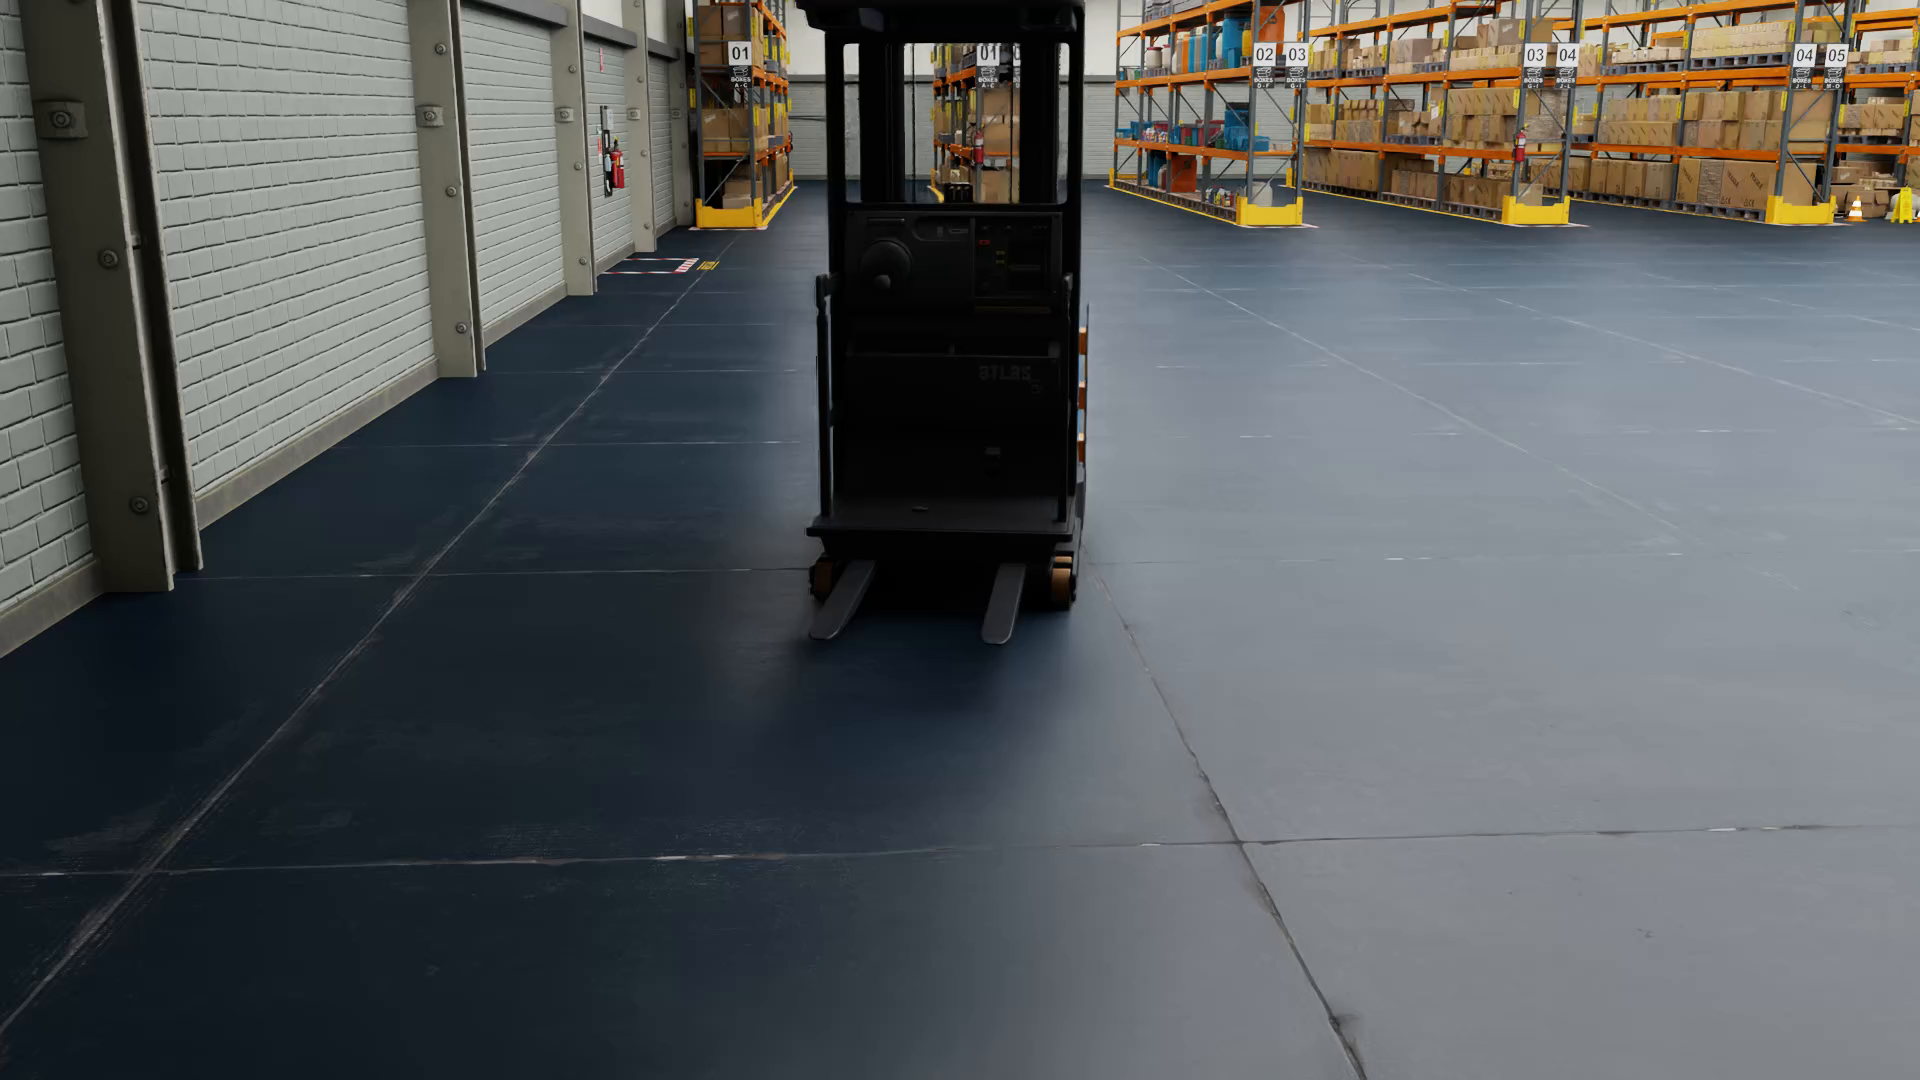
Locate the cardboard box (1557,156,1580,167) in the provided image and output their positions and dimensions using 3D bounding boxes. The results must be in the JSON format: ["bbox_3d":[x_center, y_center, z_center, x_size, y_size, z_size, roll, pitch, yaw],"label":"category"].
[{"bbox_3d":[14.774,-9.132,40.167,0.500,0.250,0.500,-1,14,-2],"label":"cardboard box"}]

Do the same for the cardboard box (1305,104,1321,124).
[{"bbox_3d":[9.513,-11.354,44.334,0.500,0.500,0.500,-1,14,-5],"label":"cardboard box"}]

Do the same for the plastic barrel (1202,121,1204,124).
[{"bbox_3d":[5.513,-9.031,36.884,0.421,0.512,0.421,0,14,0],"label":"plastic barrel"}]

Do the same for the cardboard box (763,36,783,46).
[{"bbox_3d":[-4.664,-12.248,41.344,0.500,0.500,0.500,-1,14,-4],"label":"cardboard box"}]

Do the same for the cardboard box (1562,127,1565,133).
[{"bbox_3d":[14.587,-9.810,39.794,0.380,0.149,0.250,-2,15,-6],"label":"cardboard box"}]

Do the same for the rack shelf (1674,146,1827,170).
[{"bbox_3d":[15.508,-7.517,32.666,1.077,0.370,4.000,-1,14,-3],"label":"rack shelf"}]

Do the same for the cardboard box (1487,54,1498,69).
[{"bbox_3d":[10.335,-9.064,31.518,0.500,0.250,0.500,-1,14,-2],"label":"cardboard box"}]

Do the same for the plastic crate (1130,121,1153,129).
[{"bbox_3d":[4.948,-11.185,45.288,0.616,0.435,0.499,-1,14,-3],"label":"plastic crate"}]

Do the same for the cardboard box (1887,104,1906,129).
[{"bbox_3d":[20.061,-8.972,35.236,0.500,0.500,0.500,-1,14,-4],"label":"cardboard box"}]

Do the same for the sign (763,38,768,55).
[{"bbox_3d":[-3.863,-9.795,33.020,0.100,0.325,0.005,-1,14,-3],"label":"sign"}]

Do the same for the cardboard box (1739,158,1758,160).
[{"bbox_3d":[20.005,-9.251,41.383,0.875,0.875,0.875,0,14,-2],"label":"cardboard box"}]

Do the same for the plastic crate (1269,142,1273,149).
[{"bbox_3d":[5.837,-7.707,32.491,0.530,0.136,0.437,-1,14,-3],"label":"plastic crate"}]

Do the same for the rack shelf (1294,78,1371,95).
[{"bbox_3d":[9.808,-11.903,43.692,1.077,0.370,4.000,-1,14,-3],"label":"rack shelf"}]

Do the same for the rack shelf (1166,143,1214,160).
[{"bbox_3d":[5.360,-8.384,36.036,1.077,0.370,4.000,-1,14,-3],"label":"rack shelf"}]

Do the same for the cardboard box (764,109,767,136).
[{"bbox_3d":[-4.029,-8.145,32.421,0.500,0.500,0.500,-1,14,-4],"label":"cardboard box"}]

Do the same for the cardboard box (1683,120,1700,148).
[{"bbox_3d":[15.419,-8.344,34.135,0.875,0.550,0.550,-1,14,-3],"label":"cardboard box"}]

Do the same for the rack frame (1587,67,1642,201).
[{"bbox_3d":[15.136,-9.358,38.376,1.000,3.000,0.127,-1,14,-3],"label":"rack frame"}]

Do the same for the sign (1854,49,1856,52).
[{"bbox_3d":[20.612,-11.170,38.363,0.100,0.325,0.005,-1,14,-3],"label":"sign"}]

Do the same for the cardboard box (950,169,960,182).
[{"bbox_3d":[0.031,-8.163,37.282,0.500,0.311,0.500,0,14,-2],"label":"cardboard box"}]

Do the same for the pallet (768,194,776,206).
[{"bbox_3d":[-4.605,-7.532,36.877,1.003,0.211,1.213,-1,14,-3],"label":"pallet"}]

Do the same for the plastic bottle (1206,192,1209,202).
[{"bbox_3d":[5.073,-6.982,33.874,0.097,0.201,0.097,0,14,0],"label":"plastic bottle"}]

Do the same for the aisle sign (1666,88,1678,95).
[{"bbox_3d":[19.880,-12.731,46.268,0.394,0.787,0.004,-1,14,-3],"label":"aisle sign"}]

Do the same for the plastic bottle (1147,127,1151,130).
[{"bbox_3d":[4.689,-10.098,41.353,0.144,0.351,0.185,-1,14,-3],"label":"plastic bottle"}]

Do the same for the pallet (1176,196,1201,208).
[{"bbox_3d":[5.318,-7.383,36.299,1.003,0.211,1.213,-1,14,-3],"label":"pallet"}]

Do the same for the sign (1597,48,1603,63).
[{"bbox_3d":[14.595,-11.053,37.908,0.100,0.325,0.005,-1,14,-3],"label":"sign"}]

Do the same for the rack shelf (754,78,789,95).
[{"bbox_3d":[-5.024,-11.673,42.800,1.077,0.370,4.000,-1,14,-3],"label":"rack shelf"}]

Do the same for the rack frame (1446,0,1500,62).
[{"bbox_3d":[10.427,-11.217,33.563,1.000,3.000,0.127,-1,14,-3],"label":"rack frame"}]

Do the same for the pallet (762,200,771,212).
[{"bbox_3d":[-4.454,-6.925,34.518,1.003,0.211,1.213,-1,14,-3],"label":"pallet"}]

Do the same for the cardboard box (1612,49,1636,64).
[{"bbox_3d":[14.962,-10.836,37.236,0.500,0.311,0.500,-1,14,-3],"label":"cardboard box"}]

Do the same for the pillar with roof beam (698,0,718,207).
[{"bbox_3d":[-1.138,-11.712,35.487,9.100,9.000,0.400,-1,14,-3],"label":"pillar with roof beam"}]

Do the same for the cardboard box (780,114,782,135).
[{"bbox_3d":[-4.578,-10.036,40.176,0.500,0.500,0.500,-1,14,-3],"label":"cardboard box"}]

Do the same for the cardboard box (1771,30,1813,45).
[{"bbox_3d":[15.323,-9.261,30.643,0.500,0.250,0.500,-1,14,-3],"label":"cardboard box"}]

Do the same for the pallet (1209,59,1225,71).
[{"bbox_3d":[5.626,-9.418,32.971,1.213,0.211,1.003,-1,14,-3],"label":"pallet"}]

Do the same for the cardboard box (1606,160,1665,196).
[{"bbox_3d":[15.142,-8.101,37.166,1.050,0.750,0.750,-1,14,-3],"label":"cardboard box"}]

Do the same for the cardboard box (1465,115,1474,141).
[{"bbox_3d":[10.521,-8.143,32.859,0.875,0.500,0.500,-1,14,-3],"label":"cardboard box"}]

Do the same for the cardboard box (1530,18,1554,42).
[{"bbox_3d":[10.853,-9.577,31.409,0.500,0.500,0.500,-1,14,-4],"label":"cardboard box"}]

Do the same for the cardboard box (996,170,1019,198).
[{"bbox_3d":[0.944,-6.661,31.065,0.500,0.500,0.500,-1,14,-3],"label":"cardboard box"}]

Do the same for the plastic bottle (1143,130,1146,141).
[{"bbox_3d":[4.594,-10.037,41.251,0.061,0.283,0.133,-1,14,-3],"label":"plastic bottle"}]

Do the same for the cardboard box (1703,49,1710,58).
[{"bbox_3d":[15.099,-9.724,33.239,0.380,0.149,0.250,-1,14,-4],"label":"cardboard box"}]

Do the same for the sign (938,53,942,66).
[{"bbox_3d":[-0.497,-11.842,40.974,0.100,0.325,0.005,-1,14,-3],"label":"sign"}]

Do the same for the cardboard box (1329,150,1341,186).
[{"bbox_3d":[9.991,-9.317,41.638,1.225,0.875,0.875,-1,14,-3],"label":"cardboard box"}]

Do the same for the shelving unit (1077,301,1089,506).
[{"bbox_3d":[0.538,-0.713,8.692,0.252,1.050,0.215,1,14,5],"label":"shelving unit"}]

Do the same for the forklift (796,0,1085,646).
[{"bbox_3d":[-0.046,-1.228,6.916,1.130,2.935,3.031,1,14,5],"label":"forklift"}]

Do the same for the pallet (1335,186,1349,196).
[{"bbox_3d":[10.055,-8.760,41.649,1.003,0.211,1.213,-1,14,-3],"label":"pallet"}]

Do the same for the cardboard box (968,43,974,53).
[{"bbox_3d":[0.419,-9.266,31.055,0.500,0.311,0.500,1,14,3],"label":"cardboard box"}]

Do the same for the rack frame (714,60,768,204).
[{"bbox_3d":[-4.404,-8.082,33.418,1.000,3.000,0.127,-1,14,-3],"label":"rack frame"}]

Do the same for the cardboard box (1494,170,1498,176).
[{"bbox_3d":[14.558,-9.855,44.589,0.380,0.149,0.250,0,14,-1],"label":"cardboard box"}]

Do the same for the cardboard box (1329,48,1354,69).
[{"bbox_3d":[9.823,-12.248,42.345,0.700,0.500,0.500,-2,15,-7],"label":"cardboard box"}]

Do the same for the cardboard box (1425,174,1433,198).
[{"bbox_3d":[10.400,-7.586,35.624,0.700,0.500,0.500,-1,14,-4],"label":"cardboard box"}]

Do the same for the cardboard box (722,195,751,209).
[{"bbox_3d":[-4.109,-6.172,30.506,0.500,0.311,0.500,-3,15,-10],"label":"cardboard box"}]
